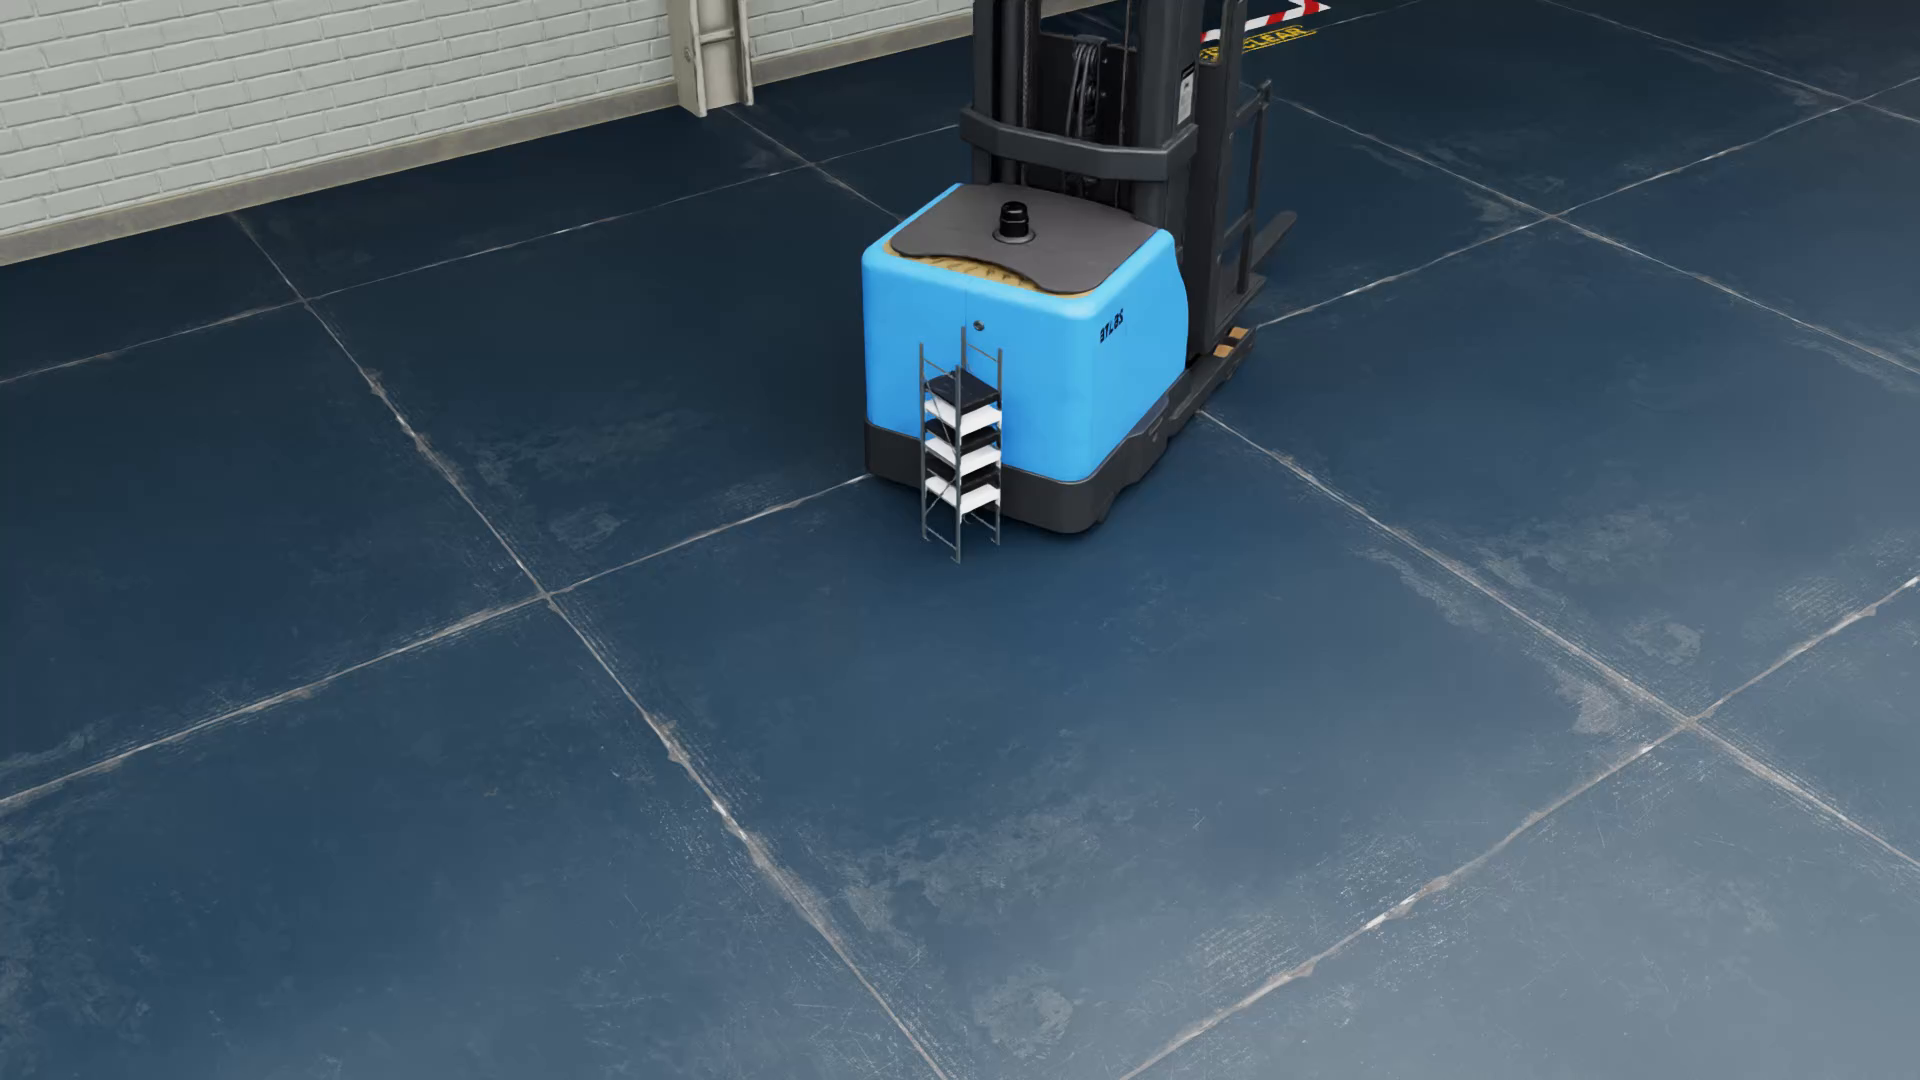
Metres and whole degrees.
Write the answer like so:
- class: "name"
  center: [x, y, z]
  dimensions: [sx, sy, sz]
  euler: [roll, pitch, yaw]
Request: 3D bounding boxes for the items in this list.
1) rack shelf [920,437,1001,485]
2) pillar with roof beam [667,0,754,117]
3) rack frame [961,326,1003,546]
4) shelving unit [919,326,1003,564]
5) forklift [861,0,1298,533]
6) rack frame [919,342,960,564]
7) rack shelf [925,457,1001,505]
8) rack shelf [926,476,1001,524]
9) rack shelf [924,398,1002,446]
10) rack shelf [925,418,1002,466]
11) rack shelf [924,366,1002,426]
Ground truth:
- class: "rack shelf"
  center: [0.003, -0.333, 6.500]
  dimensions: [0.200, 0.077, 0.258]
  euler: [-25, 43, -31]
- class: "pillar with roof beam"
  center: [0.918, -4.389, 5.145]
  dimensions: [0.400, 9.000, 9.100]
  euler: [-22, 41, -28]
- class: "rack frame"
  center: [0.082, -0.398, 6.532]
  dimensions: [0.006, 0.900, 0.240]
  euler: [-25, 43, -31]
- class: "shelving unit"
  center: [0.003, -0.360, 6.481]
  dimensions: [0.210, 0.900, 0.258]
  euler: [-25, 43, -31]
- class: "forklift"
  center: [0.753, -2.056, 7.099]
  dimensions: [1.130, 2.935, 3.031]
  euler: [18, 39, 23]
- class: "rack frame"
  center: [-0.077, -0.323, 6.429]
  dimensions: [0.006, 0.900, 0.240]
  euler: [-25, 43, -31]
- class: "rack shelf"
  center: [0.003, -0.260, 6.553]
  dimensions: [0.200, 0.077, 0.258]
  euler: [-25, 43, -31]
- class: "rack shelf"
  center: [0.003, -0.187, 6.605]
  dimensions: [0.200, 0.077, 0.258]
  euler: [-25, 43, -31]
- class: "rack shelf"
  center: [0.003, -0.480, 6.395]
  dimensions: [0.200, 0.077, 0.258]
  euler: [-25, 43, -31]
- class: "rack shelf"
  center: [0.003, -0.406, 6.447]
  dimensions: [0.200, 0.077, 0.258]
  euler: [-25, 43, -31]
- class: "rack shelf"
  center: [0.003, -0.553, 6.342]
  dimensions: [0.200, 0.077, 0.258]
  euler: [-25, 43, -31]
